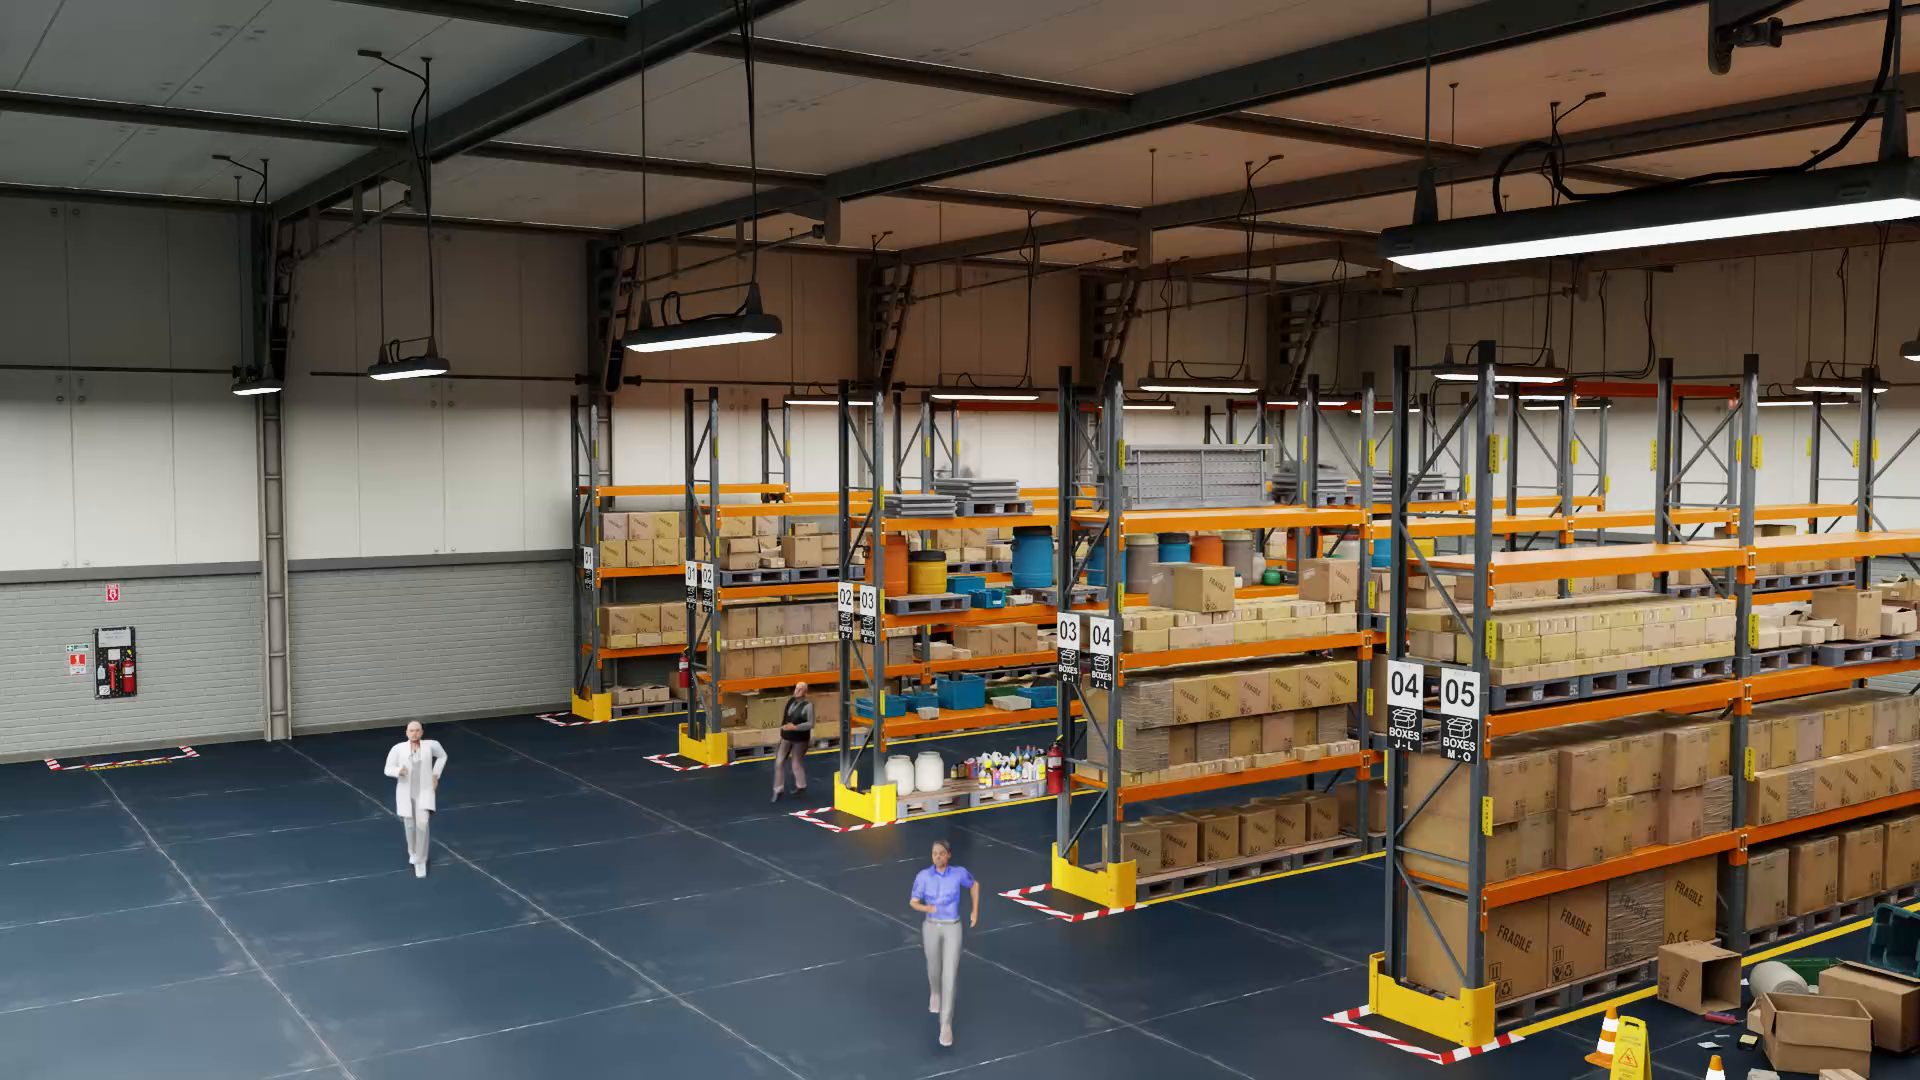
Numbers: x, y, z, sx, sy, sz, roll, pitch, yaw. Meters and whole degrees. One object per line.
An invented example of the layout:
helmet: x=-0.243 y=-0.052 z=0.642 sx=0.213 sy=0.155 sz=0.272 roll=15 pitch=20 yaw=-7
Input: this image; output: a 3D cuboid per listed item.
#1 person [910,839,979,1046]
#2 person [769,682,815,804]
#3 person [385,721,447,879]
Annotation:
person: x=-0.151 y=3.446 z=14.552 sx=0.586 sy=1.636 sz=0.995 roll=0 pitch=3 yaw=6
person: x=-2.342 y=2.894 z=23.798 sx=0.570 sy=1.758 sz=0.713 roll=2 pitch=4 yaw=26
person: x=-6.503 y=3.075 z=19.883 sx=0.698 sy=1.834 sz=0.819 roll=-1 pitch=4 yaw=-14
